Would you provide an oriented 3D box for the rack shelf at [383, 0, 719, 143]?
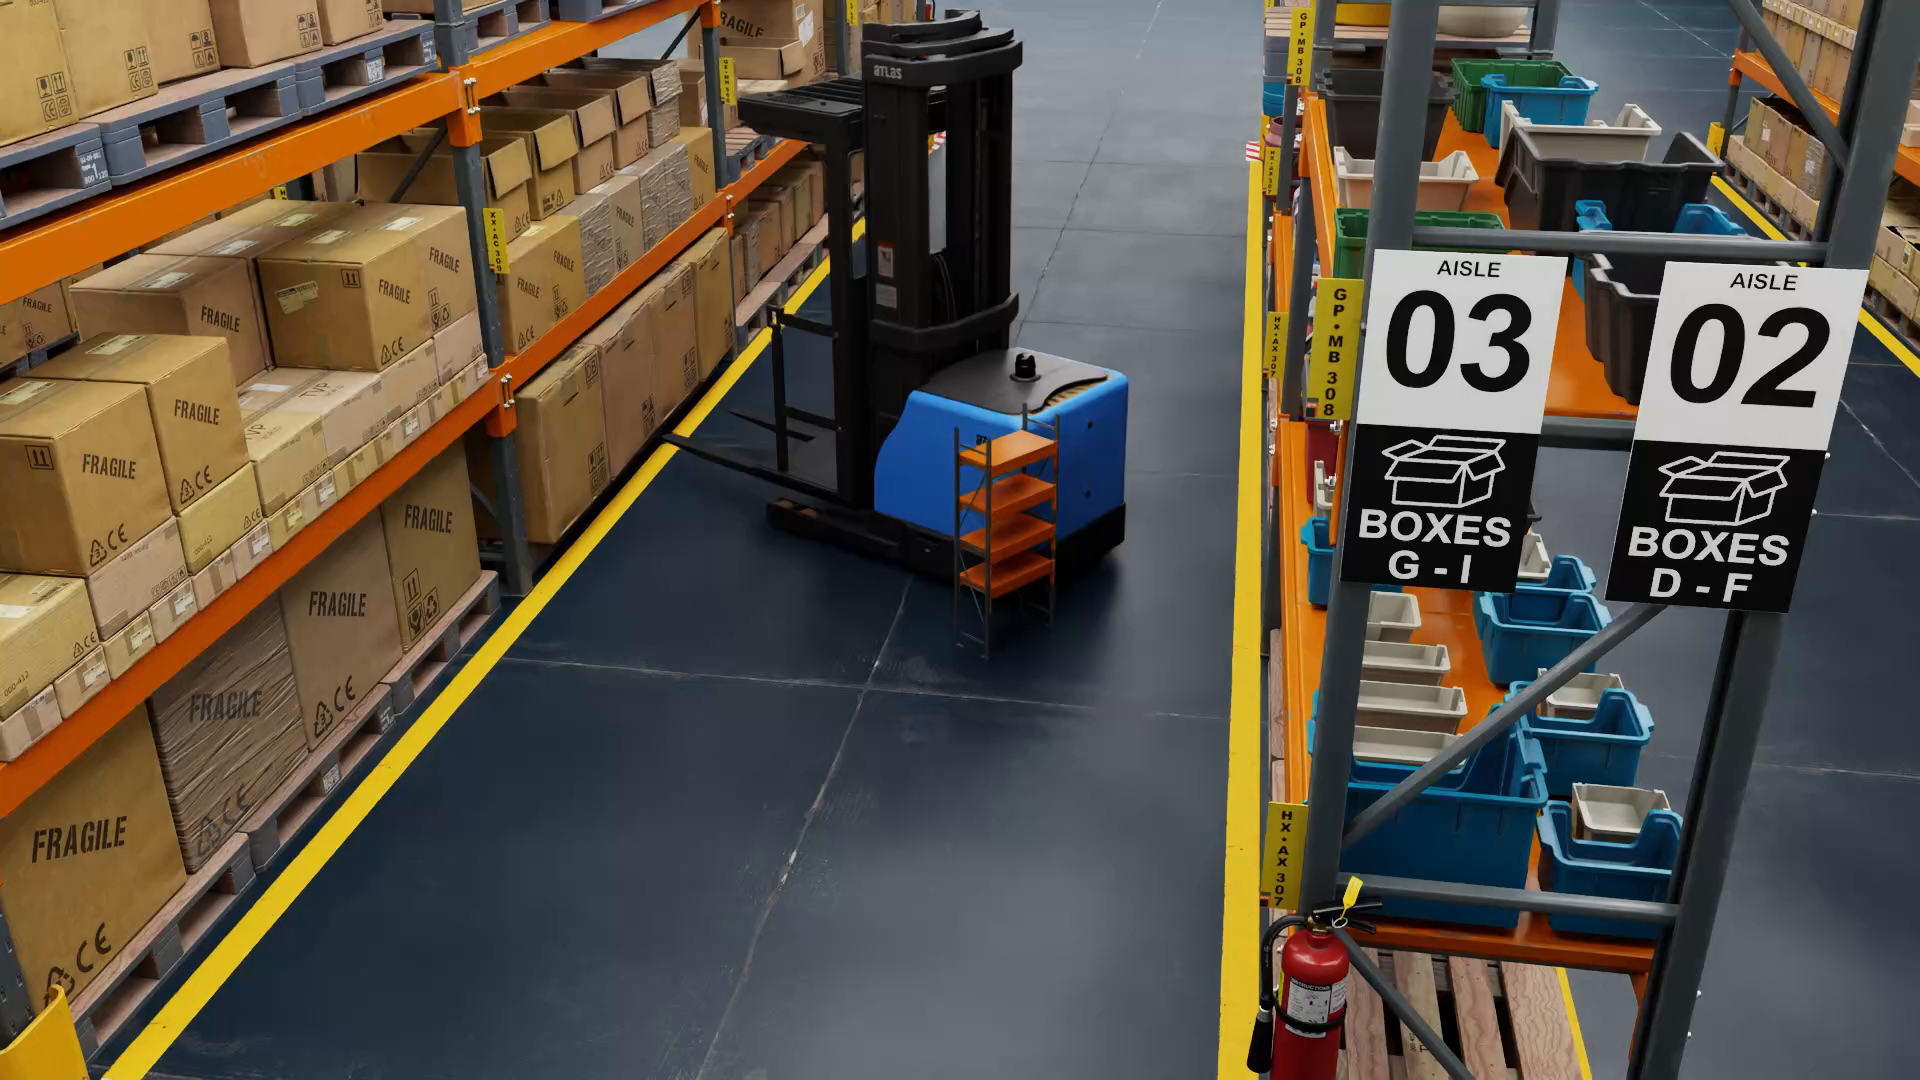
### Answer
[{"bbox_3d":[-2.528,-2.965,9.856,1.077,0.370,4.000,4,25,9],"label":"rack shelf"}]

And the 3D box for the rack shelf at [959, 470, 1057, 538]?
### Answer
[{"bbox_3d":[0.234,-0.185,8.360,0.480,0.148,0.258,-23,33,-40],"label":"rack shelf"}]

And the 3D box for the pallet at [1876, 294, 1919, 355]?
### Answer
[{"bbox_3d":[7.946,-1.668,13.065,1.003,0.211,1.213,4,25,9],"label":"pallet"}]

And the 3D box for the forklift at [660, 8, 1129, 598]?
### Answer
[{"bbox_3d":[-0.523,-1.502,9.501,3.031,2.935,1.130,18,31,34],"label":"forklift"}]

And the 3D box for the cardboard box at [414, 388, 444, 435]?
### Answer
[{"bbox_3d":[-2.665,-0.617,7.825,0.380,0.149,0.250,4,25,8],"label":"cardboard box"}]

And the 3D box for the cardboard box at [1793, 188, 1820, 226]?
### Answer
[{"bbox_3d":[8.177,-3.116,15.617,0.500,0.250,0.500,4,25,9],"label":"cardboard box"}]

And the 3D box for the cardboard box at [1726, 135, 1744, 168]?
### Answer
[{"bbox_3d":[8.572,-4.163,17.853,0.500,0.250,0.500,4,25,9],"label":"cardboard box"}]

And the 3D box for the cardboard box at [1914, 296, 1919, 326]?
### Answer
[{"bbox_3d":[7.583,-1.688,12.567,0.500,0.250,0.500,5,25,10],"label":"cardboard box"}]

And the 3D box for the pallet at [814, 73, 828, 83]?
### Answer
[{"bbox_3d":[-1.816,-4.045,15.080,1.003,0.211,1.213,4,25,9],"label":"pallet"}]

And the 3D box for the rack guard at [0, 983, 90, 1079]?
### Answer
[{"bbox_3d":[-3.512,1.719,5.487,1.175,0.500,0.348,4,25,9],"label":"rack guard"}]

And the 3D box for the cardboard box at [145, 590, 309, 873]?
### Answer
[{"bbox_3d":[-3.334,0.696,6.737,0.875,0.875,0.875,4,25,9],"label":"cardboard box"}]

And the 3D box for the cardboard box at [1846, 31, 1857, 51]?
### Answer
[{"bbox_3d":[8.141,-4.434,14.802,0.380,0.149,0.250,3,25,7],"label":"cardboard box"}]

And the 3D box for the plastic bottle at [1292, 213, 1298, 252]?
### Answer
[{"bbox_3d":[2.153,-1.968,10.553,0.061,0.283,0.133,4,25,9],"label":"plastic bottle"}]

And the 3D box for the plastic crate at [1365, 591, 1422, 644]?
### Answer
[{"bbox_3d":[1.446,0.296,5.821,0.298,0.136,0.250,4,25,9],"label":"plastic crate"}]

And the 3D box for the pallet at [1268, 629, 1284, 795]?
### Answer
[{"bbox_3d":[1.950,0.821,7.748,1.003,0.211,1.213,4,25,9],"label":"pallet"}]

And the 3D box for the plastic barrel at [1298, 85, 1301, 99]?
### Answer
[{"bbox_3d":[2.776,-3.287,13.074,0.433,0.535,0.433,0,25,0],"label":"plastic barrel"}]

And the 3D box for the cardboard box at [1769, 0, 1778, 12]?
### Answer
[{"bbox_3d":[8.562,-5.506,17.091,0.380,0.149,0.250,3,25,7],"label":"cardboard box"}]

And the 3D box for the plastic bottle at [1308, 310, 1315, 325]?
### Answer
[{"bbox_3d":[1.837,-1.036,8.572,0.152,0.276,0.135,4,25,9],"label":"plastic bottle"}]

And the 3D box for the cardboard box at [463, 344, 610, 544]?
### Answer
[{"bbox_3d":[-2.770,-0.593,9.489,1.225,0.875,0.875,4,25,9],"label":"cardboard box"}]

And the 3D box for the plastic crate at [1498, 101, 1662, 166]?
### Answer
[{"bbox_3d":[2.045,-1.290,5.569,0.437,0.282,0.530,4,25,9],"label":"plastic crate"}]

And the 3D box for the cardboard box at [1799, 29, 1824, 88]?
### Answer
[{"bbox_3d":[8.540,-4.630,15.985,0.700,0.500,0.500,5,26,10],"label":"cardboard box"}]

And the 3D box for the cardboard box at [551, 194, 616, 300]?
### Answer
[{"bbox_3d":[-2.369,-1.736,9.802,0.500,0.500,0.500,3,25,7],"label":"cardboard box"}]

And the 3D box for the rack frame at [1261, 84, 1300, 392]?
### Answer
[{"bbox_3d":[2.685,-2.425,11.393,1.000,3.000,0.127,4,25,9],"label":"rack frame"}]

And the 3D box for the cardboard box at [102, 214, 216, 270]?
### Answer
[{"bbox_3d":[-6.890,-2.574,13.870,1.050,0.750,0.750,4,25,8],"label":"cardboard box"}]

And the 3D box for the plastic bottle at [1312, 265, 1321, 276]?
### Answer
[{"bbox_3d":[1.979,-1.401,9.350,0.152,0.276,0.135,4,25,9],"label":"plastic bottle"}]

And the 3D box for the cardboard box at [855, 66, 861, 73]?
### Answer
[{"bbox_3d":[-1.162,-4.501,16.123,0.380,0.149,0.250,4,25,9],"label":"cardboard box"}]

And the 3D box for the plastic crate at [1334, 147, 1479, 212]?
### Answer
[{"bbox_3d":[1.471,-1.200,5.548,0.437,0.136,0.530,4,25,9],"label":"plastic crate"}]

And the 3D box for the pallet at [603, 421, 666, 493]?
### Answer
[{"bbox_3d":[-2.606,-0.672,10.938,1.003,0.211,1.213,4,25,9],"label":"pallet"}]

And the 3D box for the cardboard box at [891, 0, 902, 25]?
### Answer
[{"bbox_3d":[-1.098,-5.643,17.798,0.875,0.500,0.500,4,25,9],"label":"cardboard box"}]

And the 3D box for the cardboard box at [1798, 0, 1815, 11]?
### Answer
[{"bbox_3d":[8.619,-5.412,16.125,0.700,0.500,0.500,4,25,9],"label":"cardboard box"}]

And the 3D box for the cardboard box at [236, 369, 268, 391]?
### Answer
[{"bbox_3d":[-3.355,-0.559,7.233,0.500,0.250,0.500,5,25,10],"label":"cardboard box"}]

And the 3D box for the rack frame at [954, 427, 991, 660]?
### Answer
[{"bbox_3d":[0.061,0.030,8.271,0.015,1.200,0.240,-23,33,-40],"label":"rack frame"}]

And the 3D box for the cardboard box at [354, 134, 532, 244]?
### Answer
[{"bbox_3d":[-2.759,-1.863,8.891,0.797,0.503,0.637,3,25,7],"label":"cardboard box"}]

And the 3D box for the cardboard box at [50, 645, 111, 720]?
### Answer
[{"bbox_3d":[-3.084,0.458,5.530,0.380,0.149,0.250,4,25,8],"label":"cardboard box"}]

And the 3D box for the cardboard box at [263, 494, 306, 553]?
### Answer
[{"bbox_3d":[-2.875,-0.078,6.675,0.380,0.149,0.250,3,25,7],"label":"cardboard box"}]

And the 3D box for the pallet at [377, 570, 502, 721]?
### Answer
[{"bbox_3d":[-3.056,0.480,8.476,1.003,0.211,1.213,4,25,9],"label":"pallet"}]

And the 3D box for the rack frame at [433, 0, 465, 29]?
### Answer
[{"bbox_3d":[-2.855,-3.813,7.281,1.000,3.000,0.127,4,25,9],"label":"rack frame"}]

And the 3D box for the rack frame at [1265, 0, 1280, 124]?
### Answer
[{"bbox_3d":[3.993,-5.771,18.542,1.000,3.000,0.127,4,25,9],"label":"rack frame"}]

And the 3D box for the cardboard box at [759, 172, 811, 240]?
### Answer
[{"bbox_3d":[-1.765,-3.055,15.169,0.700,0.500,0.500,4,25,8],"label":"cardboard box"}]

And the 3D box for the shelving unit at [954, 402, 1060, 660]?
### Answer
[{"bbox_3d":[0.234,-0.043,8.427,0.503,1.200,0.258,-23,33,-40],"label":"shelving unit"}]

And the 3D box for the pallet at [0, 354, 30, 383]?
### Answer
[{"bbox_3d":[-7.409,-1.056,11.757,1.003,0.211,1.213,4,25,9],"label":"pallet"}]

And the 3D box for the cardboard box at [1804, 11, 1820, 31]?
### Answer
[{"bbox_3d":[8.350,-4.974,15.954,0.380,0.149,0.250,4,25,9],"label":"cardboard box"}]

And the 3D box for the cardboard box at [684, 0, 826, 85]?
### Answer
[{"bbox_3d":[-1.815,-4.581,14.795,1.000,1.000,1.000,4,25,9],"label":"cardboard box"}]

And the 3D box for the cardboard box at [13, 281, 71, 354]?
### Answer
[{"bbox_3d":[-7.016,-1.702,12.302,0.500,0.500,0.500,5,26,11],"label":"cardboard box"}]

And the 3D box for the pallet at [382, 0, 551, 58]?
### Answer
[{"bbox_3d":[-2.754,-2.754,8.784,0.805,0.209,1.217,3,25,6],"label":"pallet"}]

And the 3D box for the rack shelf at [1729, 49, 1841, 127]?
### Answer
[{"bbox_3d":[8.552,-4.264,16.171,1.077,0.370,4.000,4,25,9],"label":"rack shelf"}]

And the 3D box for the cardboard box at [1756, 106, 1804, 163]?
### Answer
[{"bbox_3d":[8.423,-4.083,16.798,0.500,0.500,0.500,4,25,9],"label":"cardboard box"}]

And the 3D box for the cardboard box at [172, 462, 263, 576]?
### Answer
[{"bbox_3d":[-3.000,-0.099,6.250,0.500,0.250,0.500,3,25,7],"label":"cardboard box"}]

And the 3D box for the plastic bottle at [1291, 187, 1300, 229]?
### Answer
[{"bbox_3d":[2.296,-2.211,11.081,0.152,0.276,0.135,4,25,9],"label":"plastic bottle"}]

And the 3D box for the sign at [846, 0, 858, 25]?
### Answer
[{"bbox_3d":[-0.999,-4.929,15.376,0.100,0.325,0.005,4,25,9],"label":"sign"}]

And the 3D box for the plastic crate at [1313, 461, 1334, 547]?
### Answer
[{"bbox_3d":[1.600,-0.100,6.495,0.437,0.282,0.530,4,25,9],"label":"plastic crate"}]

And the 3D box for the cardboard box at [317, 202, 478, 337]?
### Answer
[{"bbox_3d":[-2.666,-1.291,7.912,0.500,0.500,0.500,5,25,10],"label":"cardboard box"}]

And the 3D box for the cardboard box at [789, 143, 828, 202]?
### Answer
[{"bbox_3d":[-1.442,-3.664,16.493,0.500,0.500,0.500,3,25,7],"label":"cardboard box"}]

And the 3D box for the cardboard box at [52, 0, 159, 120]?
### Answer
[{"bbox_3d":[-3.229,-1.730,5.638,0.700,0.500,0.500,2,25,5],"label":"cardboard box"}]

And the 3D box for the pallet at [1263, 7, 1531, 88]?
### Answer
[{"bbox_3d":[2.063,-2.360,7.938,1.213,0.211,1.003,4,25,9],"label":"pallet"}]

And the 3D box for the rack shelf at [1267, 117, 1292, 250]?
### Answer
[{"bbox_3d":[3.012,-2.936,13.333,1.077,0.370,4.000,4,25,9],"label":"rack shelf"}]

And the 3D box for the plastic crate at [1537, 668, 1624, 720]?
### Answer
[{"bbox_3d":[1.988,0.520,5.341,0.250,0.136,0.298,4,25,9],"label":"plastic crate"}]

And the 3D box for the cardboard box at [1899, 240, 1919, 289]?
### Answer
[{"bbox_3d":[7.662,-2.154,12.900,0.500,0.311,0.500,5,25,10],"label":"cardboard box"}]

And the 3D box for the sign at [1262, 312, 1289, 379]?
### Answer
[{"bbox_3d":[1.489,-0.917,7.844,0.100,0.325,0.005,4,25,9],"label":"sign"}]
